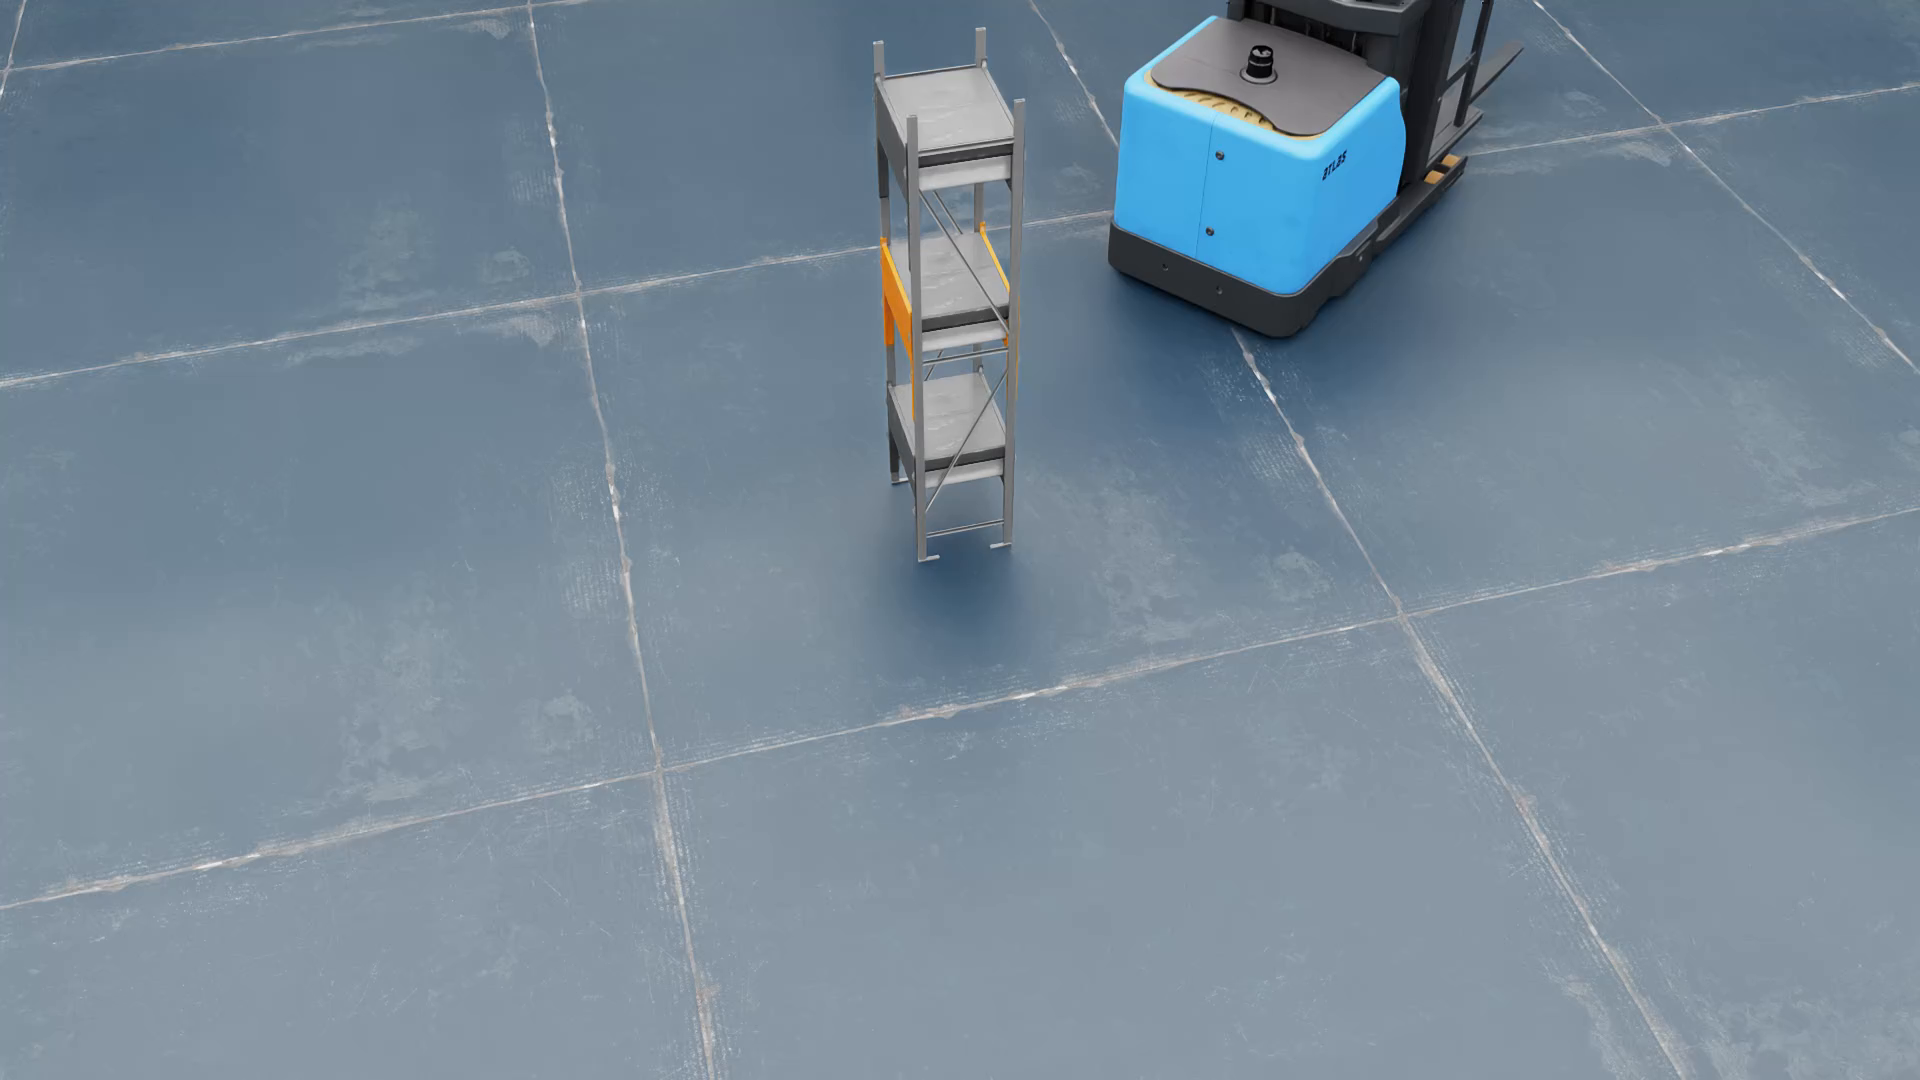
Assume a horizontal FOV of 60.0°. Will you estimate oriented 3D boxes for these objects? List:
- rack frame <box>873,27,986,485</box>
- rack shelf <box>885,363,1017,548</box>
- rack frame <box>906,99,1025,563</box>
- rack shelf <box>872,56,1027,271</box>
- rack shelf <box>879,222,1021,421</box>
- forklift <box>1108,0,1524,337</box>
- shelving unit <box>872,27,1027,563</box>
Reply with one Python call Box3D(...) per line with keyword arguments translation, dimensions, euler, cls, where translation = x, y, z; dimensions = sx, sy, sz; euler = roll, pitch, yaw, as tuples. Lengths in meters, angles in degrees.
Box3D(translation=(-0.105, -1.018, 6.528), dimensions=(0.400, 2.100, 0.015), euler=(-11, 47, -10), cls="rack frame")
Box3D(translation=(-0.042, -0.350, 6.873), dimensions=(0.431, 0.518, 0.480), euler=(-11, 47, -10), cls="rack shelf")
Box3D(translation=(0.020, -0.681, 6.198), dimensions=(0.400, 2.100, 0.015), euler=(-11, 47, -10), cls="rack frame")
Box3D(translation=(-0.042, -1.330, 5.873), dimensions=(0.431, 0.518, 0.480), euler=(-11, 47, -10), cls="rack shelf")
Box3D(translation=(-0.042, -0.840, 6.373), dimensions=(0.431, 0.518, 0.480), euler=(-11, 47, -10), cls="rack shelf")
Box3D(translation=(2.028, -2.987, 7.876), dimensions=(1.130, 2.935, 3.031), euler=(29, 52, 25), cls="forklift")
Box3D(translation=(-0.042, -0.849, 6.363), dimensions=(0.431, 2.100, 0.503), euler=(-11, 47, -10), cls="shelving unit")
